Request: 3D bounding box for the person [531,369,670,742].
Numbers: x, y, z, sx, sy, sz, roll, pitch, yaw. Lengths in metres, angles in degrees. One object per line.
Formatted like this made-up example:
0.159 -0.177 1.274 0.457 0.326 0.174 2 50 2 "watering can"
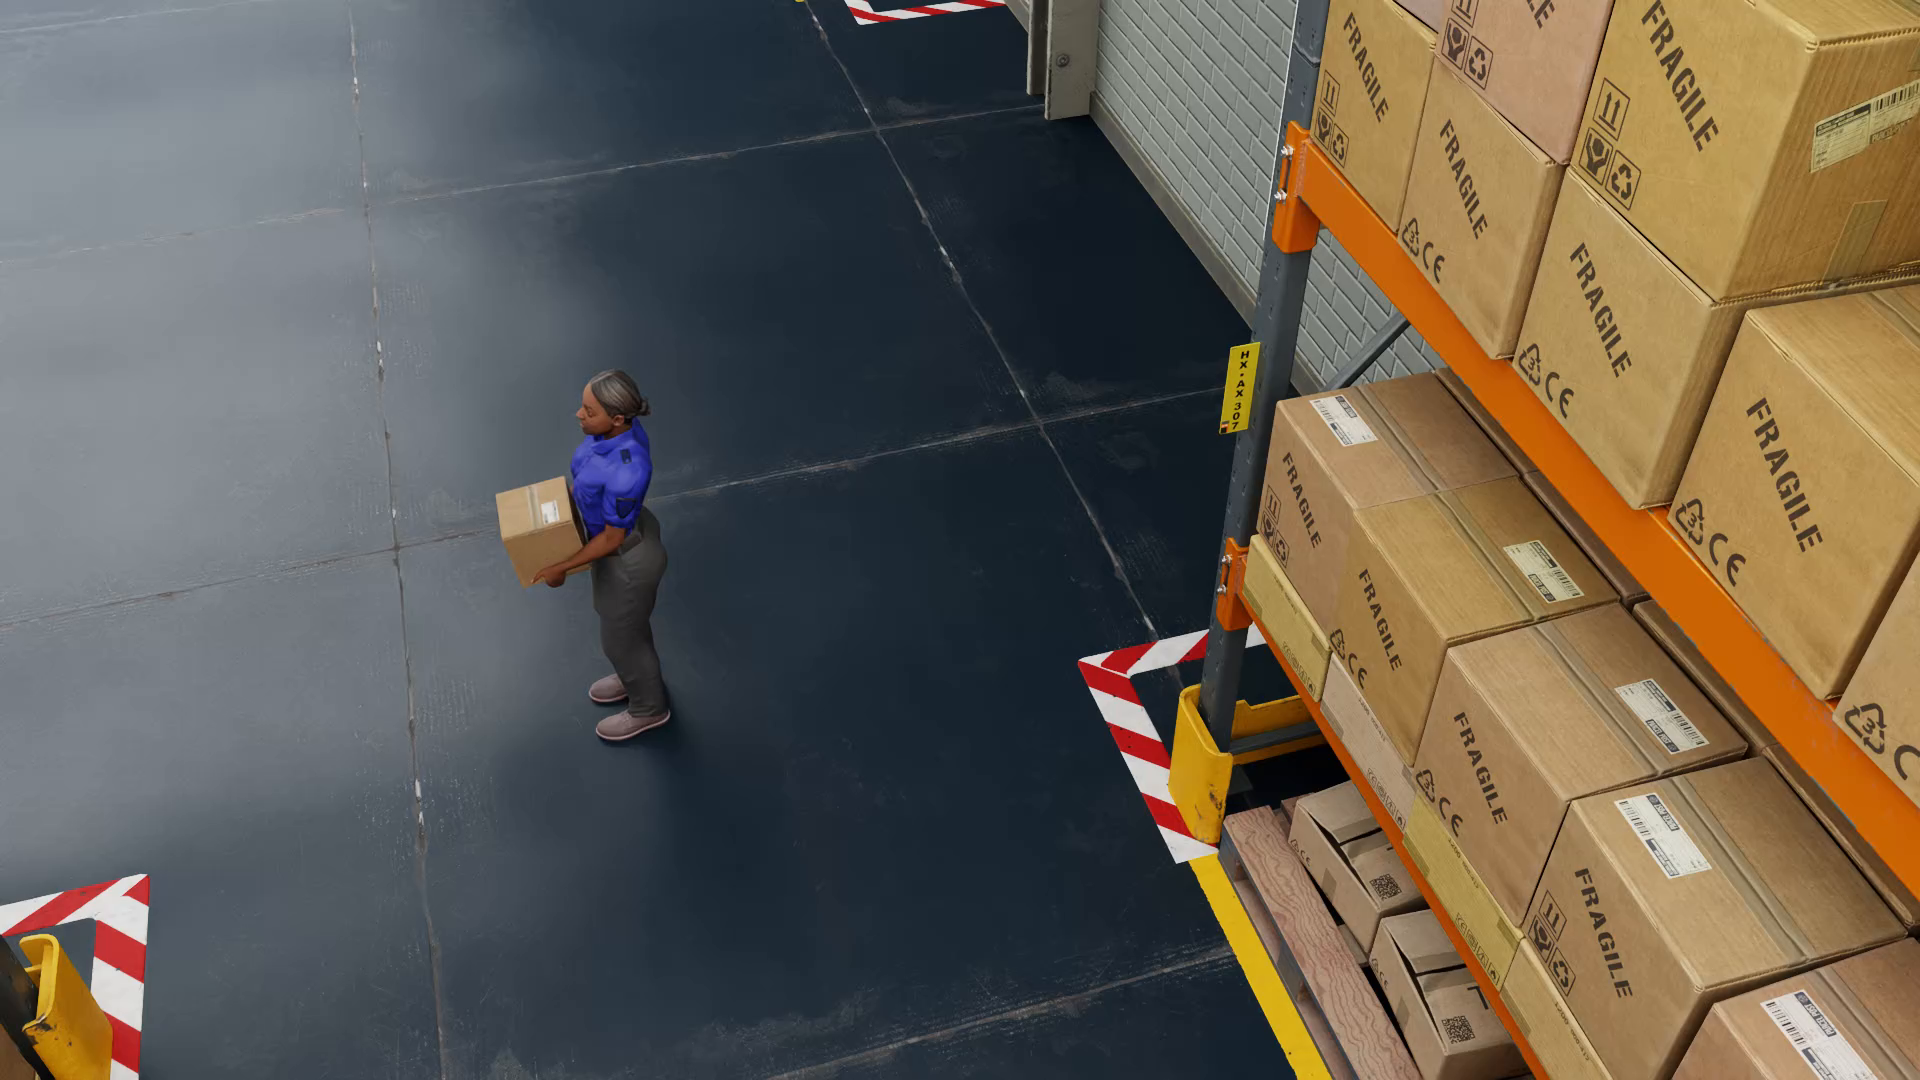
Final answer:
-1.311 0.066 6.100 0.517 1.648 0.451 -11 44 -12 "person"
